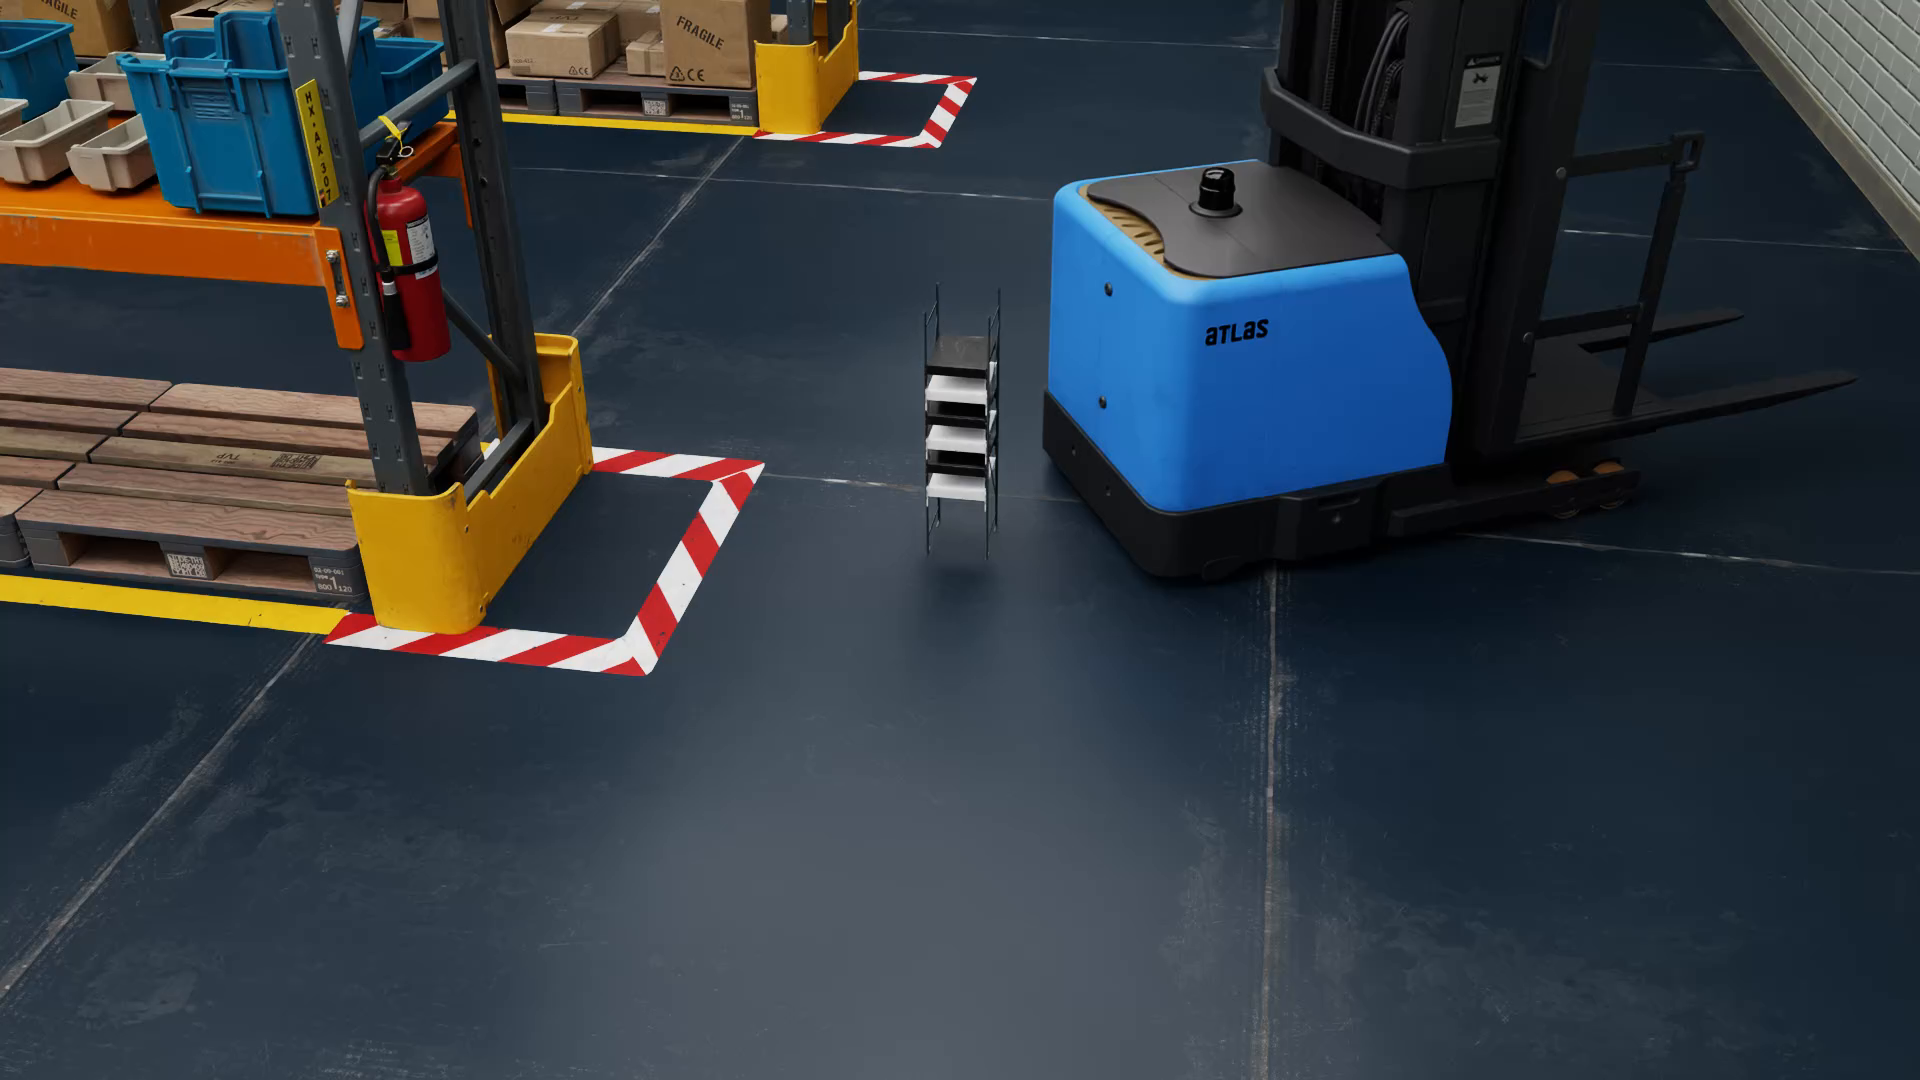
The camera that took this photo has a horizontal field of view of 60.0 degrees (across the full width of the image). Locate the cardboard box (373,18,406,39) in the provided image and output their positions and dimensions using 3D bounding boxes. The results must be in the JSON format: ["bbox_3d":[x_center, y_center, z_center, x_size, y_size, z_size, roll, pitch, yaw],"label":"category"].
[{"bbox_3d":[-3.521,-2.992,9.959,0.250,0.166,0.380,5,32,8],"label":"cardboard box"}]

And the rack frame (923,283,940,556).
[{"bbox_3d":[-0.092,-0.390,5.525,0.006,0.900,0.240,5,32,8],"label":"rack frame"}]

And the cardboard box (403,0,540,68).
[{"bbox_3d":[-2.900,-3.193,9.962,0.637,0.503,0.797,5,32,8],"label":"cardboard box"}]

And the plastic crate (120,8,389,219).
[{"bbox_3d":[-2.009,-1.255,4.838,0.499,0.435,0.616,5,32,8],"label":"plastic crate"}]

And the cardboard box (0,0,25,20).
[{"bbox_3d":[-5.774,-3.299,10.135,0.500,0.500,0.500,5,32,8],"label":"cardboard box"}]

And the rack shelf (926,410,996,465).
[{"bbox_3d":[0.008,-0.352,5.528,0.200,0.077,0.258,5,32,8],"label":"rack shelf"}]

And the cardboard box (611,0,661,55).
[{"bbox_3d":[-1.791,-3.135,10.108,0.500,0.250,0.500,5,32,8],"label":"cardboard box"}]

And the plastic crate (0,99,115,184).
[{"bbox_3d":[-2.765,-1.207,5.044,0.243,0.136,0.396,5,32,8],"label":"plastic crate"}]

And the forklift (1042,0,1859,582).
[{"bbox_3d":[1.879,-1.572,5.499,3.031,2.935,1.130,-11,34,-16],"label":"forklift"}]

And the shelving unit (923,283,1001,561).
[{"bbox_3d":[0.008,-0.381,5.510,0.210,0.900,0.258,5,32,8],"label":"shelving unit"}]

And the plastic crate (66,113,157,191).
[{"bbox_3d":[-2.482,-1.174,4.990,0.243,0.136,0.396,5,32,8],"label":"plastic crate"}]

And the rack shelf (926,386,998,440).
[{"bbox_3d":[0.008,-0.429,5.480,0.200,0.077,0.258,5,32,8],"label":"rack shelf"}]

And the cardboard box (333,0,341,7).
[{"bbox_3d":[-4.144,-3.454,10.382,0.500,0.500,0.500,5,32,8],"label":"cardboard box"}]

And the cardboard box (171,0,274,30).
[{"bbox_3d":[-4.376,-3.126,10.036,0.500,0.311,0.500,5,32,8],"label":"cardboard box"}]

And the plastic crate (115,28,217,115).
[{"bbox_3d":[-2.484,-1.490,5.404,0.300,0.233,0.416,5,32,8],"label":"plastic crate"}]

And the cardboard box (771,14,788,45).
[{"bbox_3d":[-1.165,-3.068,10.096,0.250,0.149,0.380,5,32,8],"label":"cardboard box"}]

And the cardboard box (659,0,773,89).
[{"bbox_3d":[-1.388,-2.919,9.528,0.500,0.500,0.500,5,32,8],"label":"cardboard box"}]

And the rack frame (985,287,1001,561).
[{"bbox_3d":[0.108,-0.372,5.496,0.006,0.900,0.240,5,32,8],"label":"rack frame"}]

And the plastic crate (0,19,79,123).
[{"bbox_3d":[-3.133,-1.548,5.498,0.300,0.233,0.416,5,32,8],"label":"plastic crate"}]

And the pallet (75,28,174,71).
[{"bbox_3d":[-5.561,-3.100,10.504,1.213,0.211,1.003,5,32,8],"label":"pallet"}]

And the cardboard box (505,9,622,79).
[{"bbox_3d":[-2.319,-2.914,9.755,0.500,0.250,0.500,5,32,8],"label":"cardboard box"}]

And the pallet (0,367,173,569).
[{"bbox_3d":[-3.653,-0.304,6.037,1.213,0.211,1.003,5,32,8],"label":"pallet"}]

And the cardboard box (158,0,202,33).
[{"bbox_3d":[-5.189,-3.527,10.499,0.500,0.500,0.500,4,32,6],"label":"cardboard box"}]

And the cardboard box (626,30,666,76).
[{"bbox_3d":[-1.772,-2.861,9.749,0.250,0.166,0.380,5,32,8],"label":"cardboard box"}]

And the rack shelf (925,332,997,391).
[{"bbox_3d":[0.008,-0.581,5.384,0.200,0.077,0.258,5,32,8],"label":"rack shelf"}]

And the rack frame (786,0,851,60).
[{"bbox_3d":[-0.810,-3.872,9.109,0.127,3.000,1.000,5,32,8],"label":"rack frame"}]

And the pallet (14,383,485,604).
[{"bbox_3d":[-2.454,-0.194,5.861,1.213,0.211,1.003,5,32,8],"label":"pallet"}]

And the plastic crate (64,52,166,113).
[{"bbox_3d":[-2.806,-1.522,5.547,0.298,0.136,0.250,5,32,8],"label":"plastic crate"}]

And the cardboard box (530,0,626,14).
[{"bbox_3d":[-2.284,-3.180,10.179,0.500,0.250,0.500,5,32,8],"label":"cardboard box"}]

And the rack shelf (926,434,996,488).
[{"bbox_3d":[0.008,-0.276,5.576,0.200,0.077,0.258,5,32,8],"label":"rack shelf"}]

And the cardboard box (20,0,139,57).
[{"bbox_3d":[-5.288,-3.251,10.057,0.500,0.500,0.500,5,32,8],"label":"cardboard box"}]

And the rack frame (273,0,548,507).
[{"bbox_3d":[-1.647,-1.282,4.971,0.127,3.000,1.000,5,32,8],"label":"rack frame"}]

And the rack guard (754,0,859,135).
[{"bbox_3d":[-0.885,-2.820,9.784,0.348,0.500,1.175,5,32,8],"label":"rack guard"}]

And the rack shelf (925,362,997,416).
[{"bbox_3d":[0.008,-0.505,5.432,0.200,0.077,0.258,5,32,8],"label":"rack shelf"}]

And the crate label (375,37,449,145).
[{"bbox_3d":[-1.835,-1.431,5.310,0.303,0.233,0.416,5,32,8],"label":"crate label"}]

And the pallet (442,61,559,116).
[{"bbox_3d":[-2.870,-2.878,10.149,1.213,0.211,1.003,5,32,8],"label":"pallet"}]

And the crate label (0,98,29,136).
[{"bbox_3d":[-3.044,-1.219,5.063,0.243,0.136,0.396,5,32,8],"label":"crate label"}]

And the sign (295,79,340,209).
[{"bbox_3d":[-1.724,-1.062,4.466,0.005,0.325,0.100,5,32,8],"label":"sign"}]

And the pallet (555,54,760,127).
[{"bbox_3d":[-1.671,-2.768,9.973,1.213,0.211,1.003,5,32,8],"label":"pallet"}]

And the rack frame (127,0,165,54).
[{"bbox_3d":[-4.753,-4.229,9.680,0.127,3.000,1.000,5,32,8],"label":"rack frame"}]

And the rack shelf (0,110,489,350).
[{"bbox_3d":[-3.619,-1.156,5.447,4.000,0.370,1.077,5,32,8],"label":"rack shelf"}]

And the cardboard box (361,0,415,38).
[{"bbox_3d":[-3.405,-3.307,10.325,0.500,0.311,0.500,5,32,8],"label":"cardboard box"}]

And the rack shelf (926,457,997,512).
[{"bbox_3d":[0.008,-0.200,5.623,0.200,0.077,0.258,5,32,8],"label":"rack shelf"}]

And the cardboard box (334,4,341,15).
[{"bbox_3d":[-3.764,-3.303,10.472,0.250,0.149,0.380,5,32,8],"label":"cardboard box"}]

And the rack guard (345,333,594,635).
[{"bbox_3d":[-1.621,-0.227,5.642,0.348,0.500,1.175,5,32,8],"label":"rack guard"}]

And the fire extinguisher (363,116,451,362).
[{"bbox_3d":[-1.575,-0.840,4.689,0.183,0.674,0.296,5,32,8],"label":"fire extinguisher"}]
